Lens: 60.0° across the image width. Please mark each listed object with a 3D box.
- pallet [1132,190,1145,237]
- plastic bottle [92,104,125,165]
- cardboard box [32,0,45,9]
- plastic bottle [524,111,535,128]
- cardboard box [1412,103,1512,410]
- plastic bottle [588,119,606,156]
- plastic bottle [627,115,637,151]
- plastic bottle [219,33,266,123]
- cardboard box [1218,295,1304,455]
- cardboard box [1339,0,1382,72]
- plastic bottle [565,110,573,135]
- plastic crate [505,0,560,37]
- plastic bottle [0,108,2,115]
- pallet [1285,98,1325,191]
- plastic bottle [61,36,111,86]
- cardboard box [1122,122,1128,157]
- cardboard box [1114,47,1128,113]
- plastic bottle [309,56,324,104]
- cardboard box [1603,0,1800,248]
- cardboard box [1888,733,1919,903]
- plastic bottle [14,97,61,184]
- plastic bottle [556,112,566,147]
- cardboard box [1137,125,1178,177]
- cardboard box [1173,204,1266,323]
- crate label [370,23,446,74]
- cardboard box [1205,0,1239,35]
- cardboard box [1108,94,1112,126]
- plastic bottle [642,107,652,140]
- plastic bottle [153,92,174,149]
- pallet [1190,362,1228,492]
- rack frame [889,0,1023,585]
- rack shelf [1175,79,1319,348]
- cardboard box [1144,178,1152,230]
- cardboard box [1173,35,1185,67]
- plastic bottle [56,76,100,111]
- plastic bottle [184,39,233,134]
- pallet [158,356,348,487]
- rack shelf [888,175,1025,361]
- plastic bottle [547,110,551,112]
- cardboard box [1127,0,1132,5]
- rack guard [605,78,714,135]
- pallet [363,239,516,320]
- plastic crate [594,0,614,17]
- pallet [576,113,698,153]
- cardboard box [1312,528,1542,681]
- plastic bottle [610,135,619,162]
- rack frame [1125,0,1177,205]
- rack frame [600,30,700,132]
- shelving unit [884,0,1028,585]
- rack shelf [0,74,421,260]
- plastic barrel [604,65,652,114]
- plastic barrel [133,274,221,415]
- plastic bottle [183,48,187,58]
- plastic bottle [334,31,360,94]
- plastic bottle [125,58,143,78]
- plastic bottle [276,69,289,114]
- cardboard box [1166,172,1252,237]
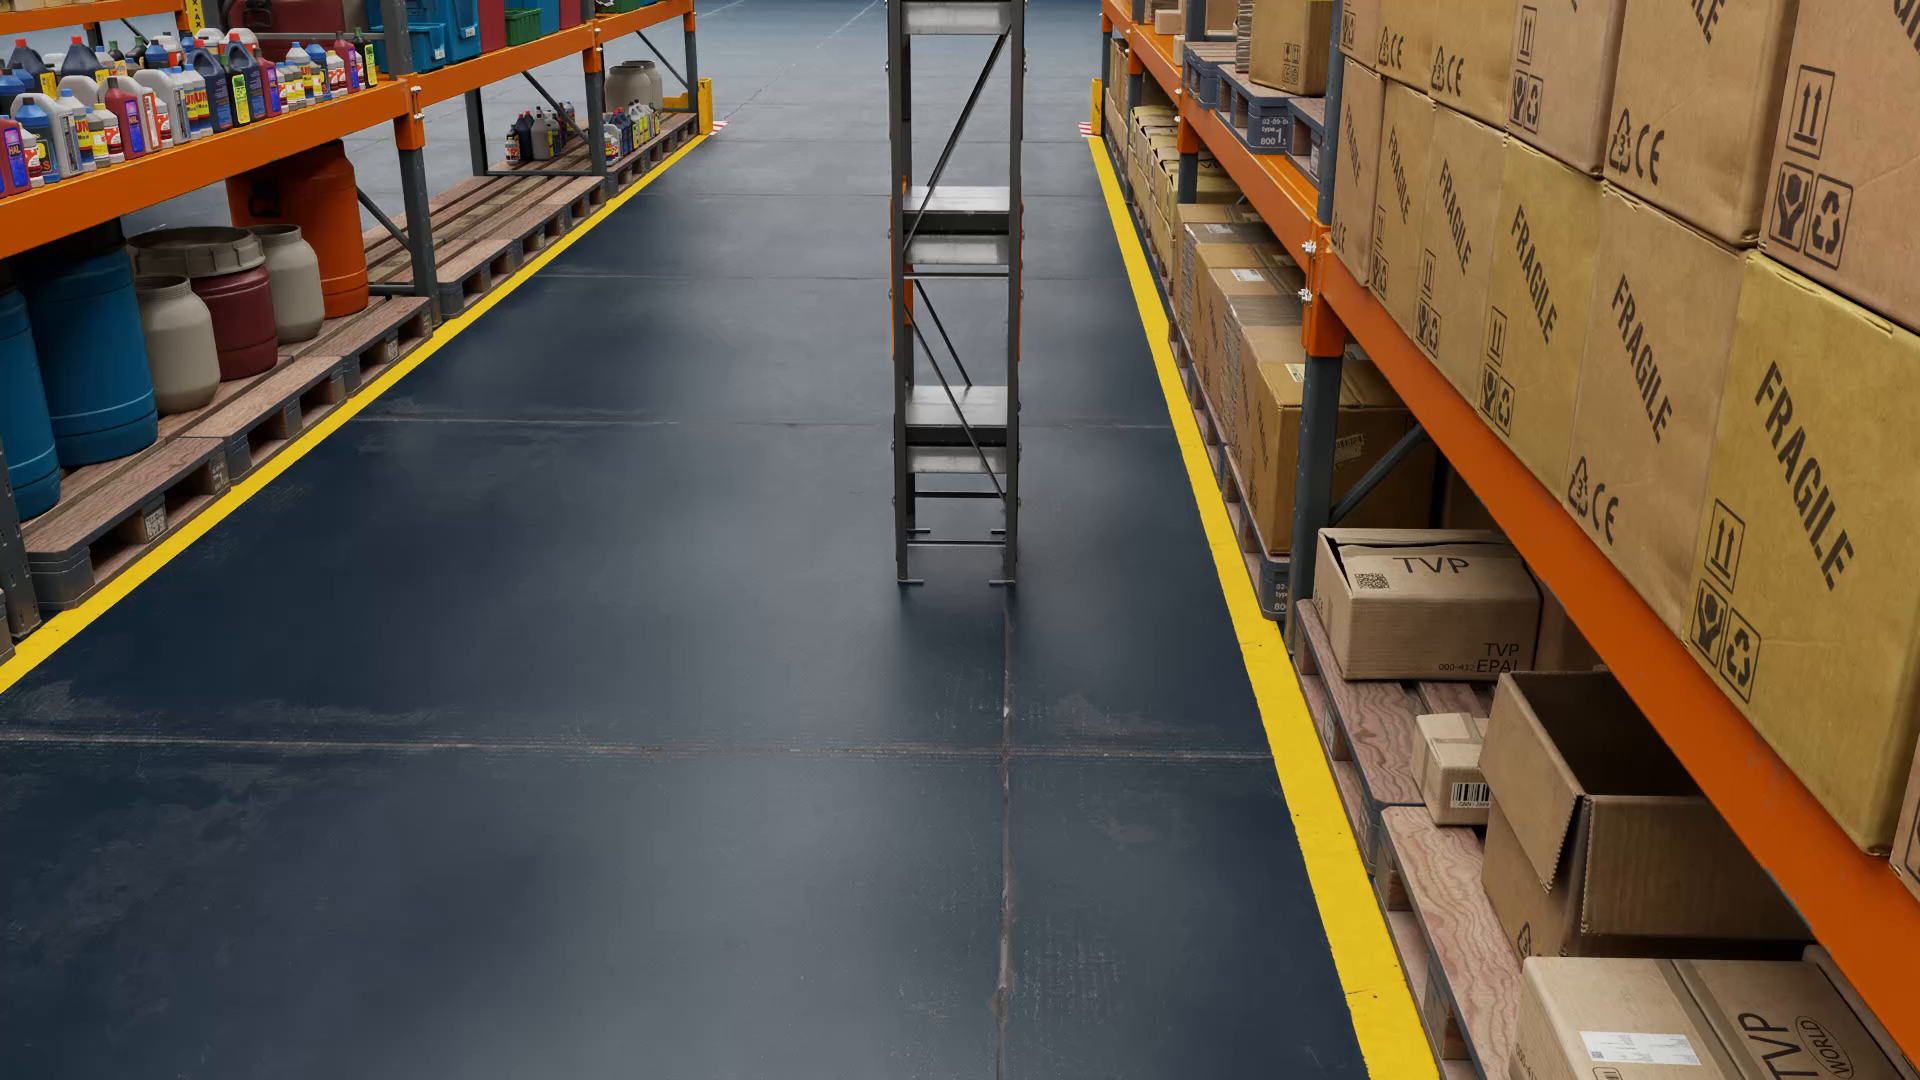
[{"bbox_3d":[1.771,-2.379,11.869,1.003,0.211,1.213,1,21,2],"label":"pallet"},{"bbox_3d":[-2.997,-1.424,5.827,0.097,0.201,0.097,0,21,0],"label":"plastic bottle"},{"bbox_3d":[-7.827,-4.466,13.739,0.380,0.149,0.250,1,21,2],"label":"cardboard box"},{"bbox_3d":[-3.459,-3.277,13.383,0.144,0.351,0.185,0,21,-1],"label":"plastic bottle"},{"bbox_3d":[1.193,-0.553,3.169,0.500,0.500,0.500,1,21,1],"label":"cardboard box"},{"bbox_3d":[-2.901,-3.261,13.340,0.144,0.351,0.185,1,21,2],"label":"plastic bottle"},{"bbox_3d":[-2.705,-3.355,13.677,0.061,0.283,0.133,2,21,4],"label":"plastic bottle"},{"bbox_3d":[-2.985,-1.911,6.876,0.144,0.351,0.185,1,21,2],"label":"plastic bottle"},{"bbox_3d":[1.279,-0.635,6.366,0.500,0.500,0.500,1,21,2],"label":"cardboard box"},{"bbox_3d":[1.215,-1.399,3.967,0.500,0.500,0.500,1,21,3],"label":"cardboard box"},{"bbox_3d":[-3.445,-3.659,14.573,0.097,0.201,0.097,0,21,0],"label":"plastic bottle"},{"bbox_3d":[-2.919,-3.592,11.162,0.392,0.384,0.575,1,21,2],"label":"plastic crate"},{"bbox_3d":[-3.714,-1.645,6.292,0.152,0.276,0.135,1,21,2],"label":"plastic bottle"},{"bbox_3d":[1.644,-1.252,5.374,1.003,0.211,1.213,1,21,2],"label":"pallet"},{"bbox_3d":[-3.549,-1.868,6.764,0.144,0.351,0.185,1,21,2],"label":"plastic bottle"},{"bbox_3d":[1.575,-3.211,13.378,0.500,0.250,0.500,1,21,2],"label":"cardboard box"},{"bbox_3d":[1.589,-3.922,14.174,0.500,0.500,0.500,1,21,2],"label":"cardboard box"},{"bbox_3d":[-2.942,-2.081,7.521,0.097,0.201,0.097,0,21,0],"label":"plastic bottle"},{"bbox_3d":[1.154,-0.654,2.048,0.500,0.500,0.500,1,21,3],"label":"cardboard box"},{"bbox_3d":[1.131,0.181,1.277,0.500,0.500,0.500,1,21,3],"label":"cardboard box"},{"bbox_3d":[-3.010,-1.303,5.417,0.097,0.271,0.097,0,21,0],"label":"plastic bottle"},{"bbox_3d":[-3.334,-3.421,13.845,0.061,0.283,0.133,1,21,2],"label":"plastic bottle"},{"bbox_3d":[1.458,-2.607,11.045,0.500,0.311,0.500,0,21,0],"label":"cardboard box"},{"bbox_3d":[1.333,-1.378,8.281,0.500,0.500,0.500,2,21,4],"label":"cardboard box"},{"bbox_3d":[-2.931,-2.626,8.881,0.303,0.233,0.416,1,21,2],"label":"crate label"},{"bbox_3d":[1.667,-3.153,9.871,0.500,0.500,0.500,0,21,-1],"label":"cardboard box"},{"bbox_3d":[1.626,-3.934,15.242,0.500,0.250,0.500,1,21,2],"label":"cardboard box"},{"bbox_3d":[-2.732,-3.574,14.249,0.152,0.276,0.135,0,21,0],"label":"plastic bottle"},{"bbox_3d":[-2.986,-1.556,6.168,0.097,0.201,0.097,0,21,0],"label":"plastic bottle"},{"bbox_3d":[1.532,-0.490,7.001,1.003,0.211,1.213,1,21,2],"label":"pallet"},{"bbox_3d":[-0.012,-0.831,5.267,0.400,2.100,0.015,1,21,2],"label":"rack frame"},{"bbox_3d":[1.572,-1.441,6.591,1.077,0.370,4.000,1,21,2],"label":"rack shelf"},{"bbox_3d":[1.448,-2.161,10.672,0.500,0.250,0.500,1,21,3],"label":"cardboard box"},{"bbox_3d":[1.384,-2.711,9.216,0.380,0.149,0.250,1,21,2],"label":"cardboard box"},{"bbox_3d":[-3.169,-1.551,6.051,0.152,0.276,0.135,1,21,2],"label":"plastic bottle"},{"bbox_3d":[-2.995,-1.796,6.580,0.144,0.351,0.185,1,21,2],"label":"plastic bottle"},{"bbox_3d":[-3.341,-0.530,7.103,1.003,0.211,1.213,1,21,2],"label":"pallet"},{"bbox_3d":[-0.005,-0.906,5.500,0.431,0.518,0.480,1,21,2],"label":"rack shelf"},{"bbox_3d":[-3.461,-3.496,14.055,0.097,0.271,0.097,0,21,0],"label":"plastic bottle"},{"bbox_3d":[1.817,-4.901,14.375,0.700,0.500,0.500,1,21,2],"label":"cardboard box"},{"bbox_3d":[-3.030,-4.255,16.304,1.175,0.500,0.348,1,21,2],"label":"rack guard"},{"bbox_3d":[-3.256,-1.535,9.694,1.003,0.211,1.213,1,21,2],"label":"pallet"},{"bbox_3d":[-3.054,-4.161,12.692,0.767,0.338,0.504,1,21,2],"label":"plastic crate"},{"bbox_3d":[-3.060,-3.826,15.599,1.003,0.211,1.213,1,21,2],"label":"pallet"},{"bbox_3d":[1.282,0.144,4.619,0.500,0.311,0.500,1,21,2],"label":"cardboard box"},{"bbox_3d":[-2.743,-3.086,13.097,0.097,0.201,0.097,0,21,0],"label":"plastic bottle"},{"bbox_3d":[1.754,-3.946,12.052,1.000,3.000,0.127,1,21,2],"label":"rack frame"},{"bbox_3d":[-3.075,-5.448,15.924,1.000,3.000,0.127,1,21,2],"label":"rack frame"},{"bbox_3d":[-0.005,-0.919,5.495,0.431,2.100,0.503,1,21,2],"label":"shelving unit"},{"bbox_3d":[-3.379,-1.497,6.735,1.077,0.370,4.000,1,21,2],"label":"rack shelf"},{"bbox_3d":[-3.034,-4.064,15.215,0.421,0.512,0.421,0,21,0],"label":"plastic barrel"},{"bbox_3d":[-3.278,-0.801,6.805,0.421,0.512,0.421,0,21,0],"label":"plastic barrel"},{"bbox_3d":[-3.688,-2.233,7.913,0.097,0.201,0.097,0,21,0],"label":"plastic bottle"},{"bbox_3d":[-2.911,-2.267,7.886,0.061,0.283,0.133,1,21,2],"label":"plastic bottle"},{"bbox_3d":[-3.704,-2.053,7.448,0.097,0.201,0.097,0,21,0],"label":"plastic bottle"},{"bbox_3d":[-2.954,-1.941,7.159,0.097,0.201,0.097,0,21,0],"label":"plastic bottle"},{"bbox_3d":[1.402,-1.867,9.140,0.500,0.311,0.500,1,21,3],"label":"cardboard box"}]
